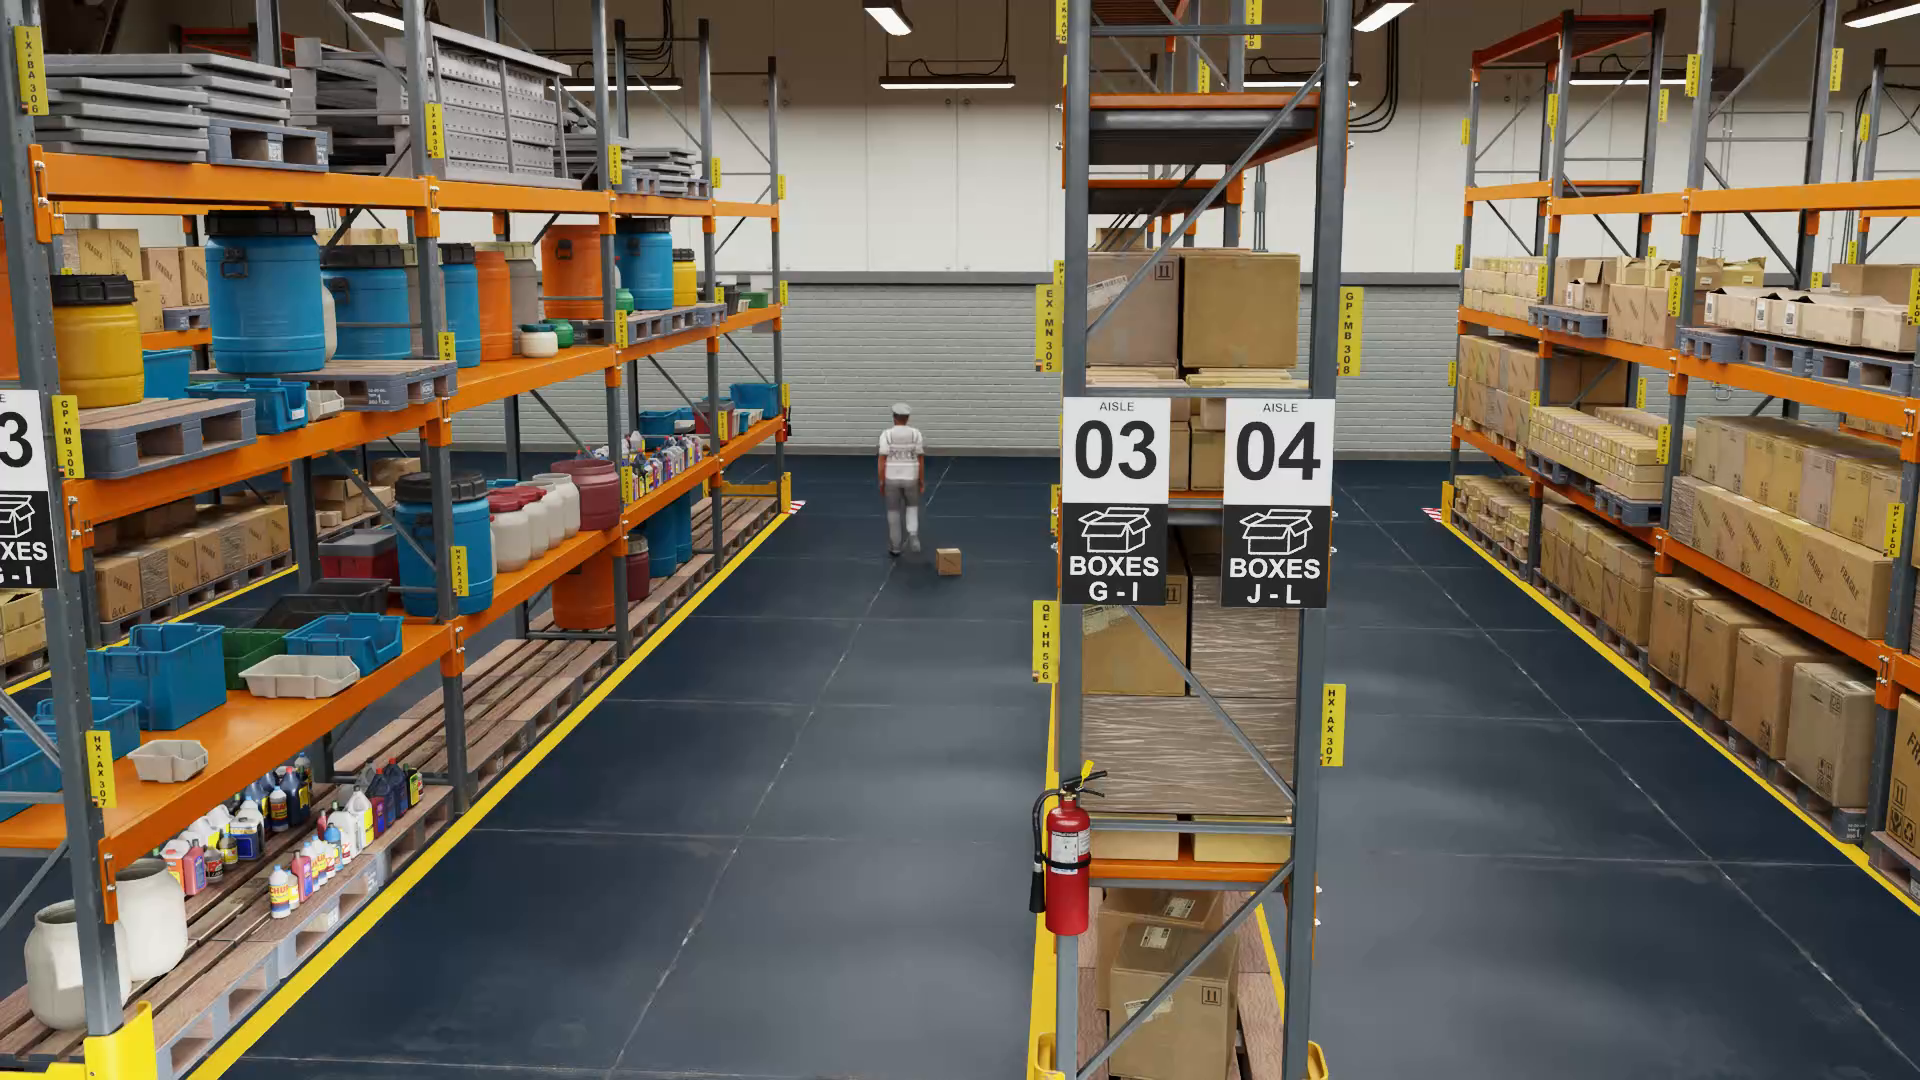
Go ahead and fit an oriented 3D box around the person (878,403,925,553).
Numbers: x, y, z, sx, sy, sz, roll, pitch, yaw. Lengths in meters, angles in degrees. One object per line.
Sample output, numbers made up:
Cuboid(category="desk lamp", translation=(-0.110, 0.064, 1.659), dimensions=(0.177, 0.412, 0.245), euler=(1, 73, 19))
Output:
Cuboid(category="person", translation=(-0.695, -0.726, 19.564), dimensions=(0.555, 1.782, 0.484), euler=(-2, 11, -11))
